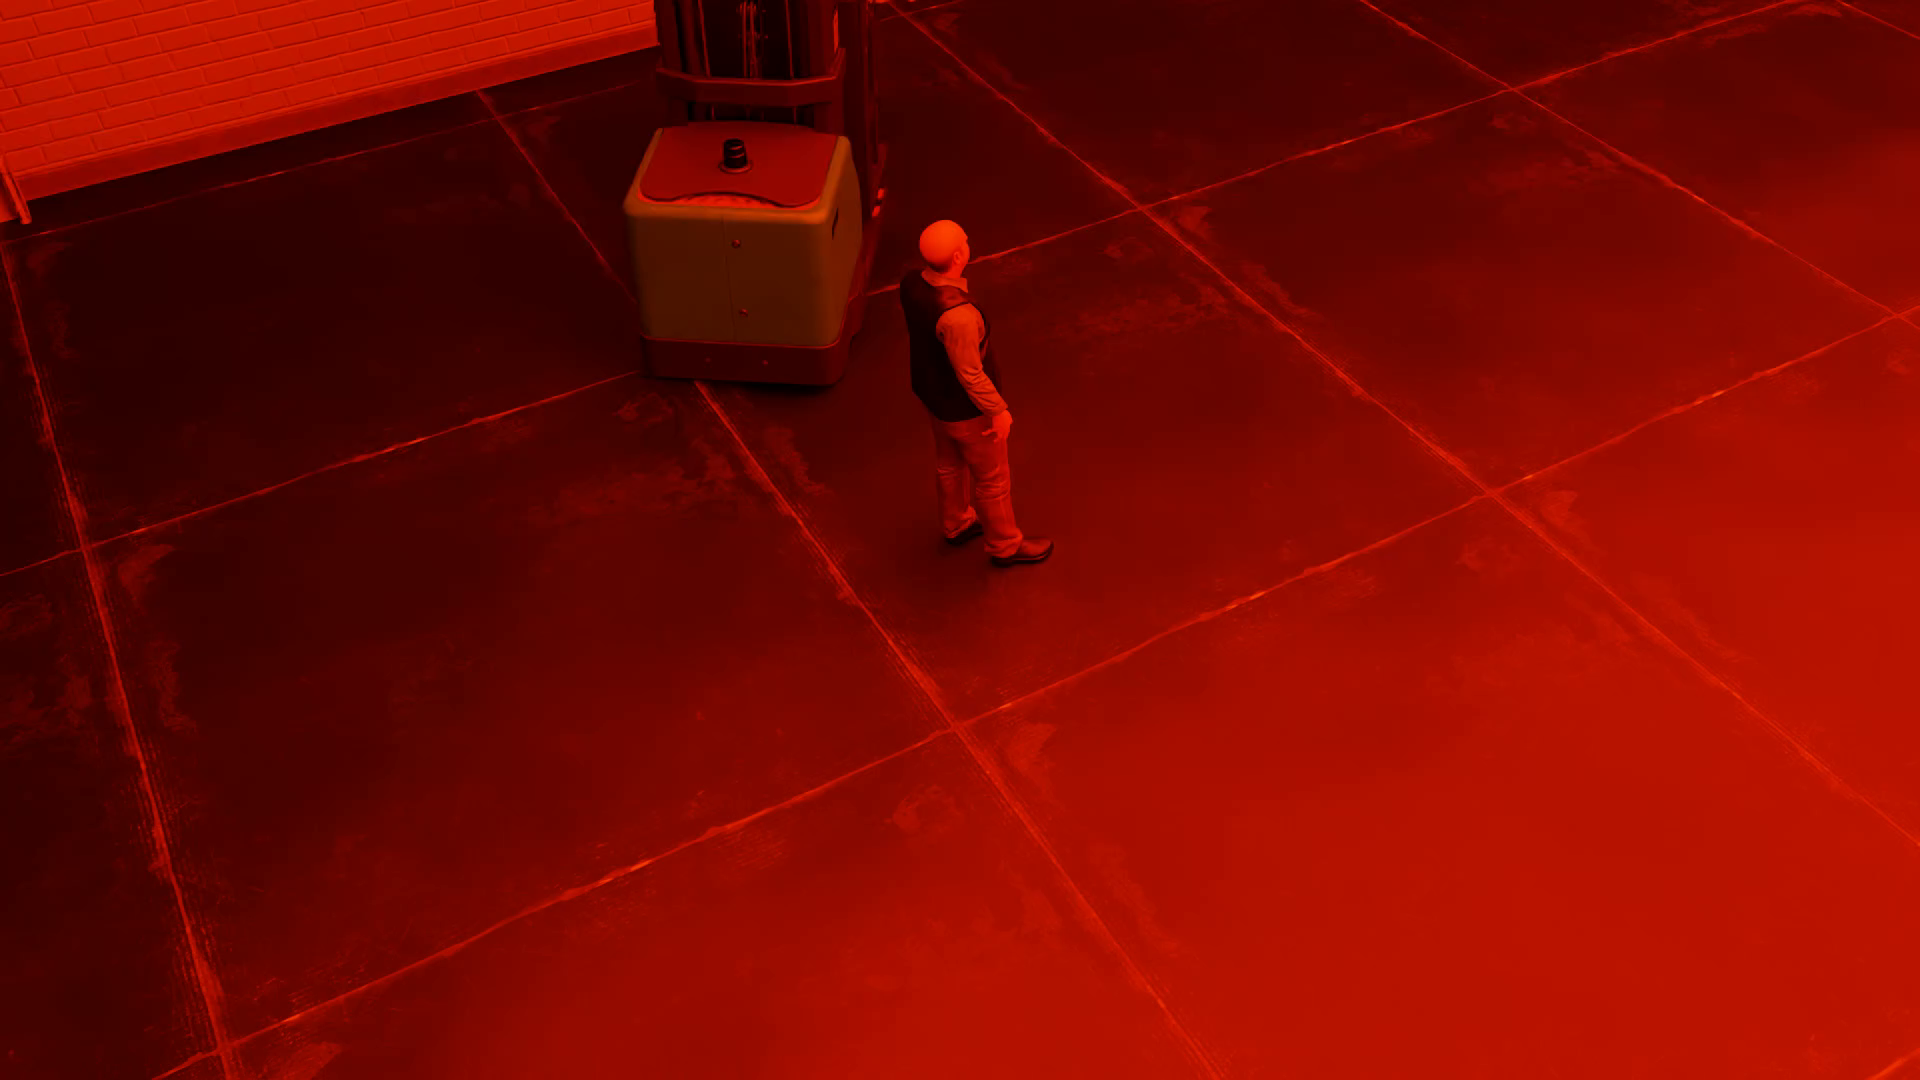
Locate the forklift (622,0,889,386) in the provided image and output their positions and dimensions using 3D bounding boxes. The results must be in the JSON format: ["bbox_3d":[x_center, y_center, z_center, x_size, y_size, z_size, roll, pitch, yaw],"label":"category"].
[{"bbox_3d":[-1.010,-2.871,8.794,1.130,2.935,3.031,3,43,4],"label":"forklift"}]

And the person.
[{"bbox_3d":[0.058,-0.653,7.280,0.568,1.720,0.632,-21,47,-21],"label":"person"}]
